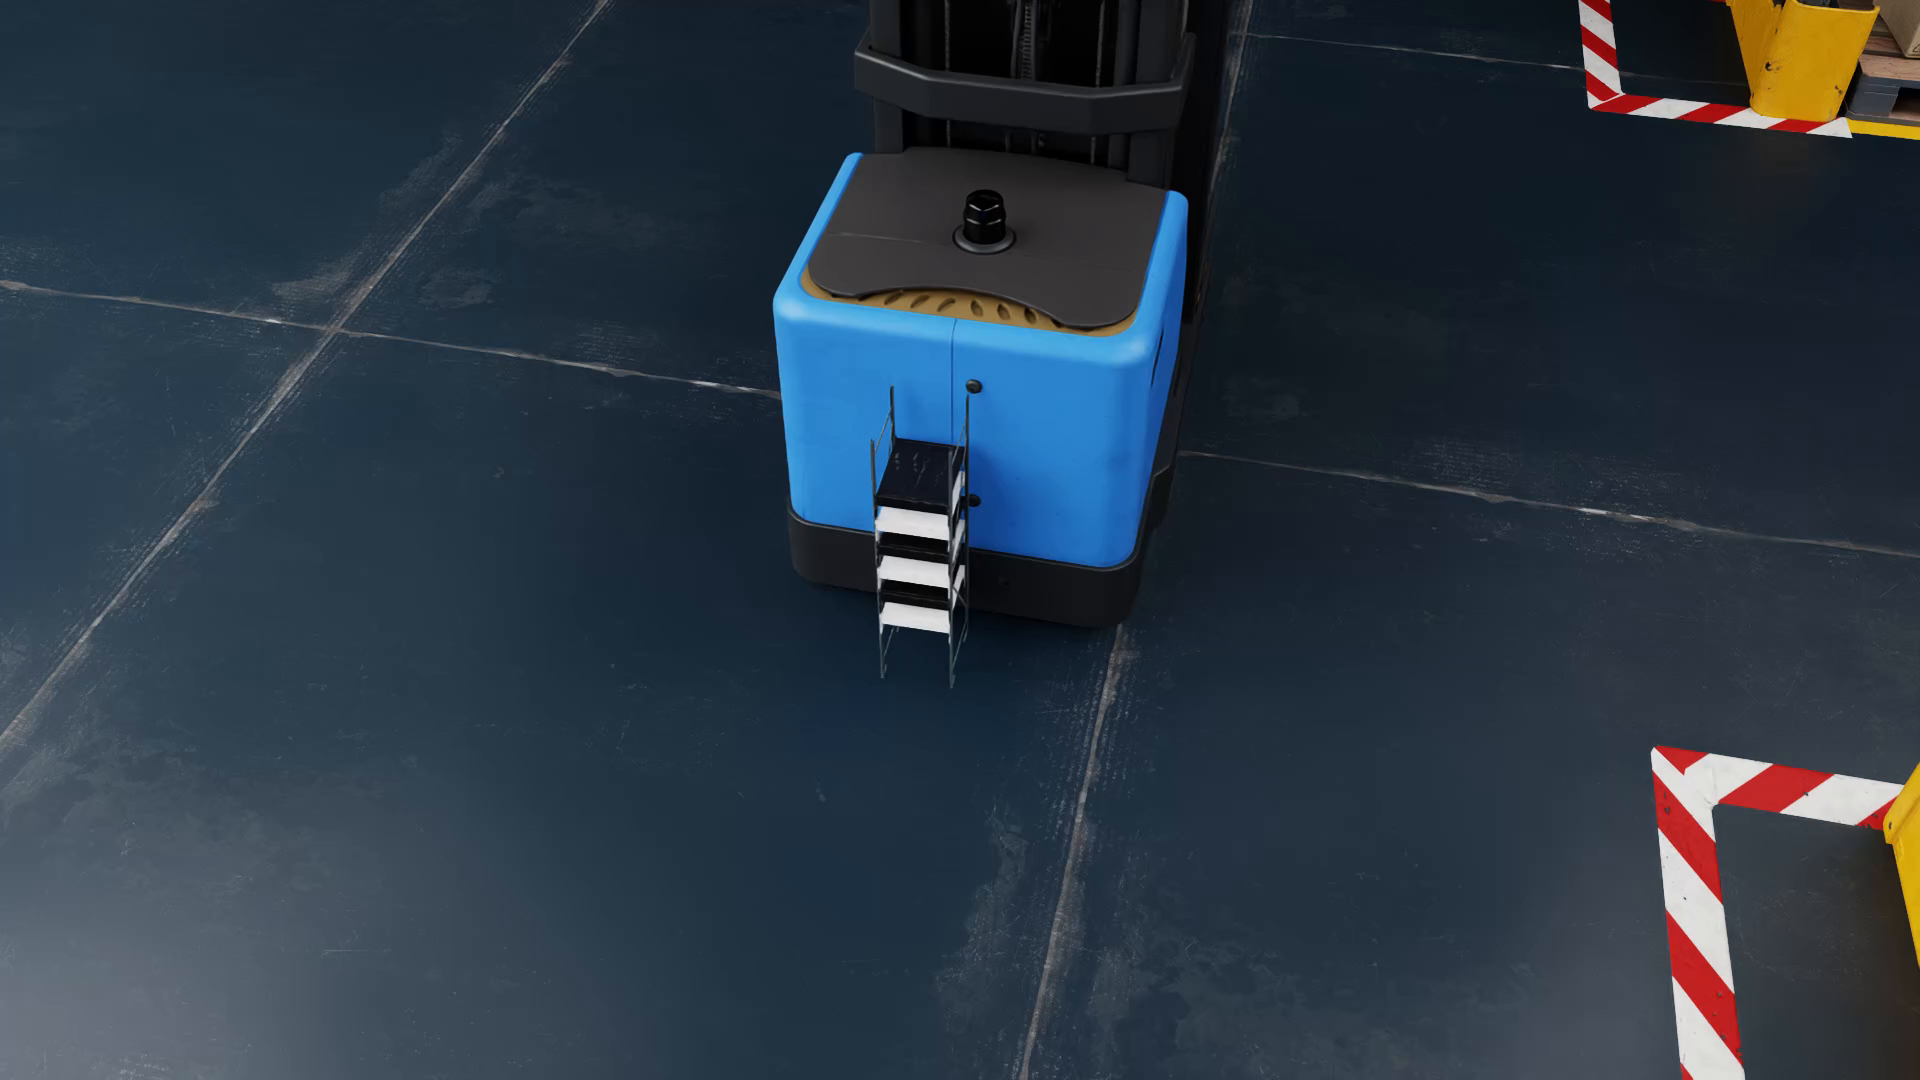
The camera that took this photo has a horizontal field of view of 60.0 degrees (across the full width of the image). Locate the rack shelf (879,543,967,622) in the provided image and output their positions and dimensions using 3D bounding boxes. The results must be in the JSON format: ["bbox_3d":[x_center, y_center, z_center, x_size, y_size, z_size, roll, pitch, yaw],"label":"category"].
[{"bbox_3d":[-0.102,0.101,4.674,0.200,0.077,0.258,8,44,8],"label":"rack shelf"}]

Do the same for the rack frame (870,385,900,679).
[{"bbox_3d":[-0.201,-0.002,4.603,0.006,0.900,0.240,8,44,8],"label":"rack frame"}]

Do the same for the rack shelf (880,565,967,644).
[{"bbox_3d":[-0.102,0.166,4.736,0.200,0.077,0.258,8,44,8],"label":"rack shelf"}]

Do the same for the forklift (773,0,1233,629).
[{"bbox_3d":[0.313,-1.834,5.042,1.130,2.935,3.031,9,45,9],"label":"forklift"}]

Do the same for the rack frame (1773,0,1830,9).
[{"bbox_3d":[3.630,-3.287,6.502,0.127,3.000,1.000,9,45,9],"label":"rack frame"}]

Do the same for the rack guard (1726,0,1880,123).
[{"bbox_3d":[3.704,-2.375,7.357,0.348,0.500,1.175,9,45,9],"label":"rack guard"}]

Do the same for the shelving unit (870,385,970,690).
[{"bbox_3d":[-0.102,0.012,4.588,0.210,0.900,0.258,8,44,8],"label":"shelving unit"}]

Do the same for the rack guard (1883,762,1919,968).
[{"bbox_3d":[2.528,0.963,3.889,0.348,0.500,1.175,9,45,9],"label":"rack guard"}]

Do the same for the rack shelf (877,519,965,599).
[{"bbox_3d":[-0.102,0.036,4.612,0.200,0.077,0.258,8,44,8],"label":"rack shelf"}]

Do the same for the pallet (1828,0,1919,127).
[{"bbox_3d":[4.489,-2.124,7.305,1.213,0.211,1.003,9,45,9],"label":"pallet"}]

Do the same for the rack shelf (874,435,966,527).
[{"bbox_3d":[-0.102,-0.158,4.424,0.200,0.077,0.258,8,44,8],"label":"rack shelf"}]

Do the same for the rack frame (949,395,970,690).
[{"bbox_3d":[-0.002,0.026,4.574,0.006,0.900,0.240,8,44,8],"label":"rack frame"}]

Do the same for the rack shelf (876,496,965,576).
[{"bbox_3d":[-0.102,-0.029,4.549,0.200,0.077,0.258,8,44,8],"label":"rack shelf"}]

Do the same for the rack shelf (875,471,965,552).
[{"bbox_3d":[-0.102,-0.093,4.487,0.200,0.077,0.258,8,44,8],"label":"rack shelf"}]

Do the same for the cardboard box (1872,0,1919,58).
[{"bbox_3d":[4.285,-2.311,7.110,0.500,0.311,0.500,4,44,4],"label":"cardboard box"}]
